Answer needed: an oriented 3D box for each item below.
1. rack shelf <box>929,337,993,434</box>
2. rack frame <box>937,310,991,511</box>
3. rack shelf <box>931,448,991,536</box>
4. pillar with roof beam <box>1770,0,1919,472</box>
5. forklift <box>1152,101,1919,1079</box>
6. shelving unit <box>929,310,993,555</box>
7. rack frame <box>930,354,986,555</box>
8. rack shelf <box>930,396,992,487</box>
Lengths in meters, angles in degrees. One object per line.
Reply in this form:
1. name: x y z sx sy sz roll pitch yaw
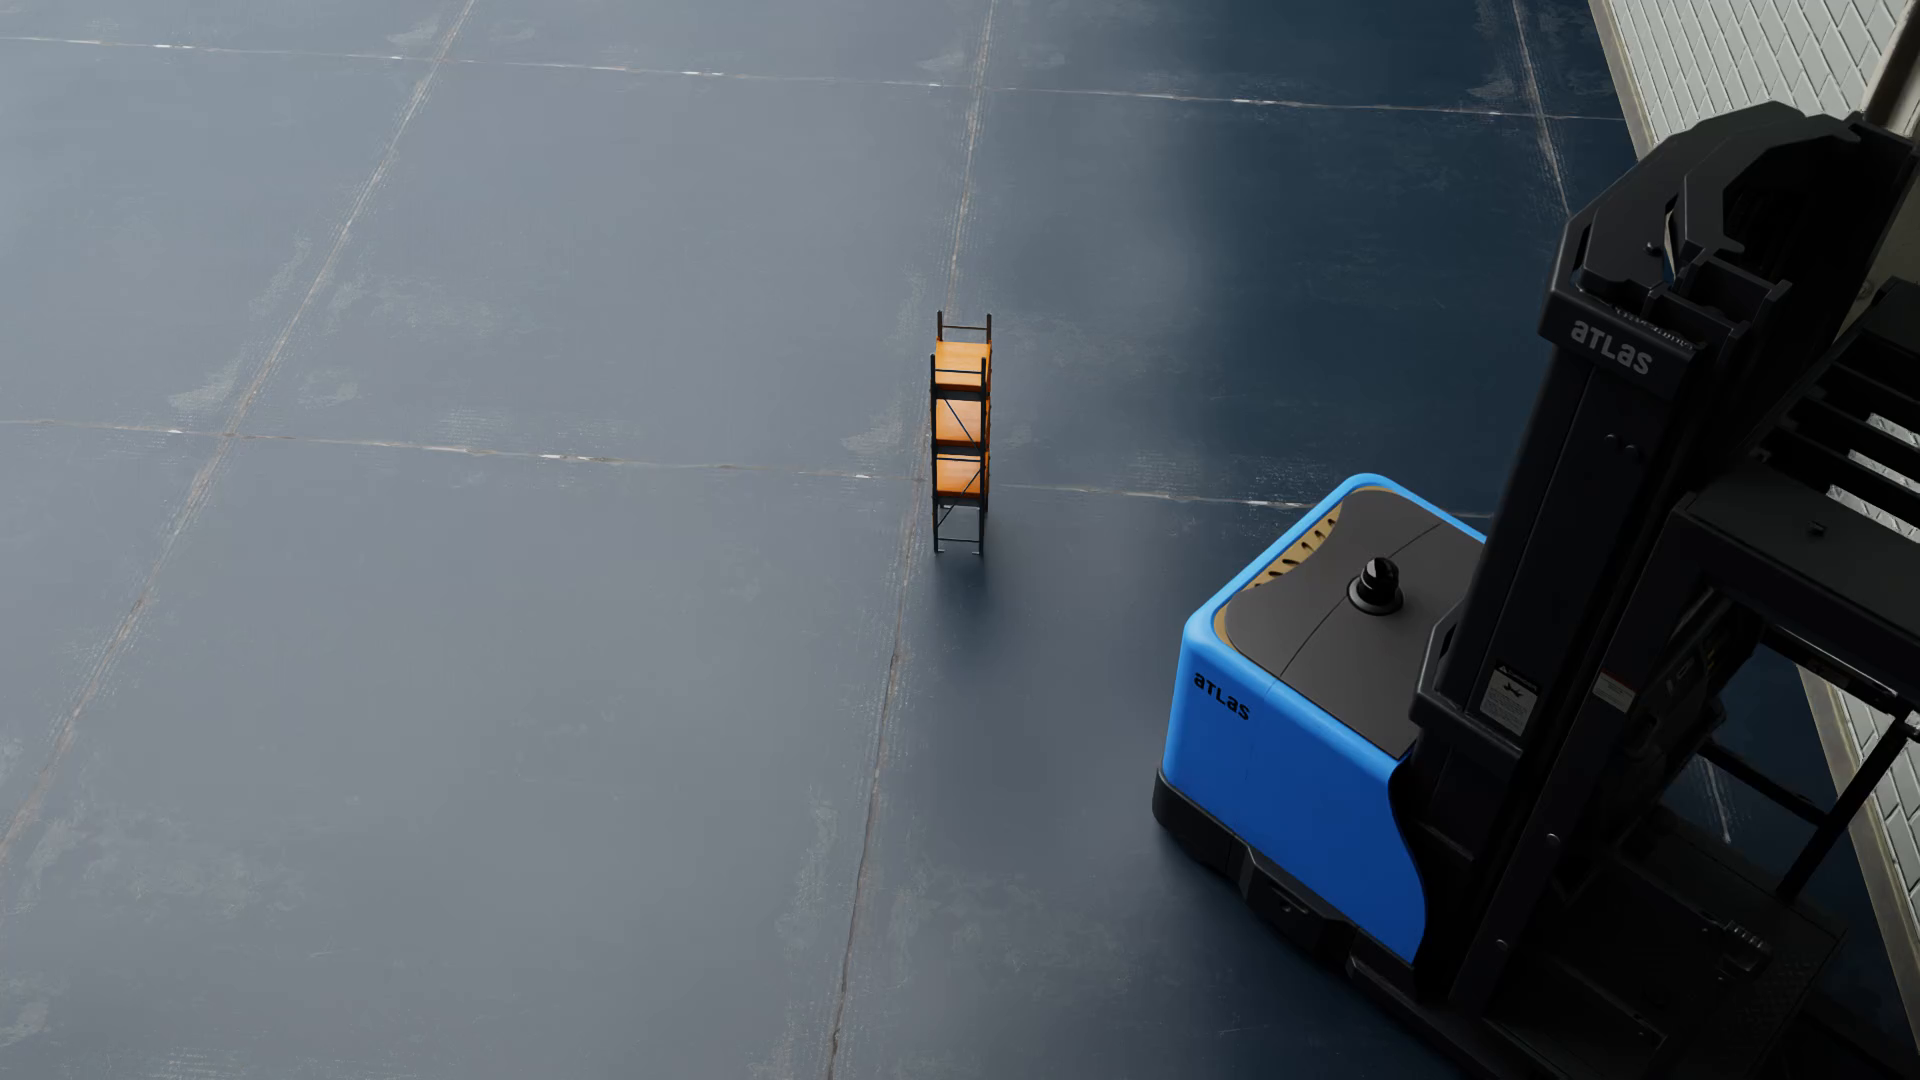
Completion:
1. rack shelf: 0.005 -0.578 6.223 0.215 0.259 0.240 4 48 4
2. rack frame: 0.016 -0.483 6.506 0.200 1.050 0.008 4 48 4
3. rack shelf: 0.005 -0.199 6.637 0.215 0.259 0.240 4 48 4
4. pillar with roof beam: -1.151 -3.356 3.747 9.100 9.000 0.400 4 48 4
5. forklift: 2.080 0.499 4.333 3.031 2.935 1.130 36 57 28
6. shelving unit: 0.005 -0.394 6.424 0.215 1.050 0.252 4 48 4
7. rack frame: -0.006 -0.304 6.342 0.200 1.050 0.008 4 48 4
8. rack shelf: 0.005 -0.387 6.432 0.215 0.259 0.240 4 48 4
